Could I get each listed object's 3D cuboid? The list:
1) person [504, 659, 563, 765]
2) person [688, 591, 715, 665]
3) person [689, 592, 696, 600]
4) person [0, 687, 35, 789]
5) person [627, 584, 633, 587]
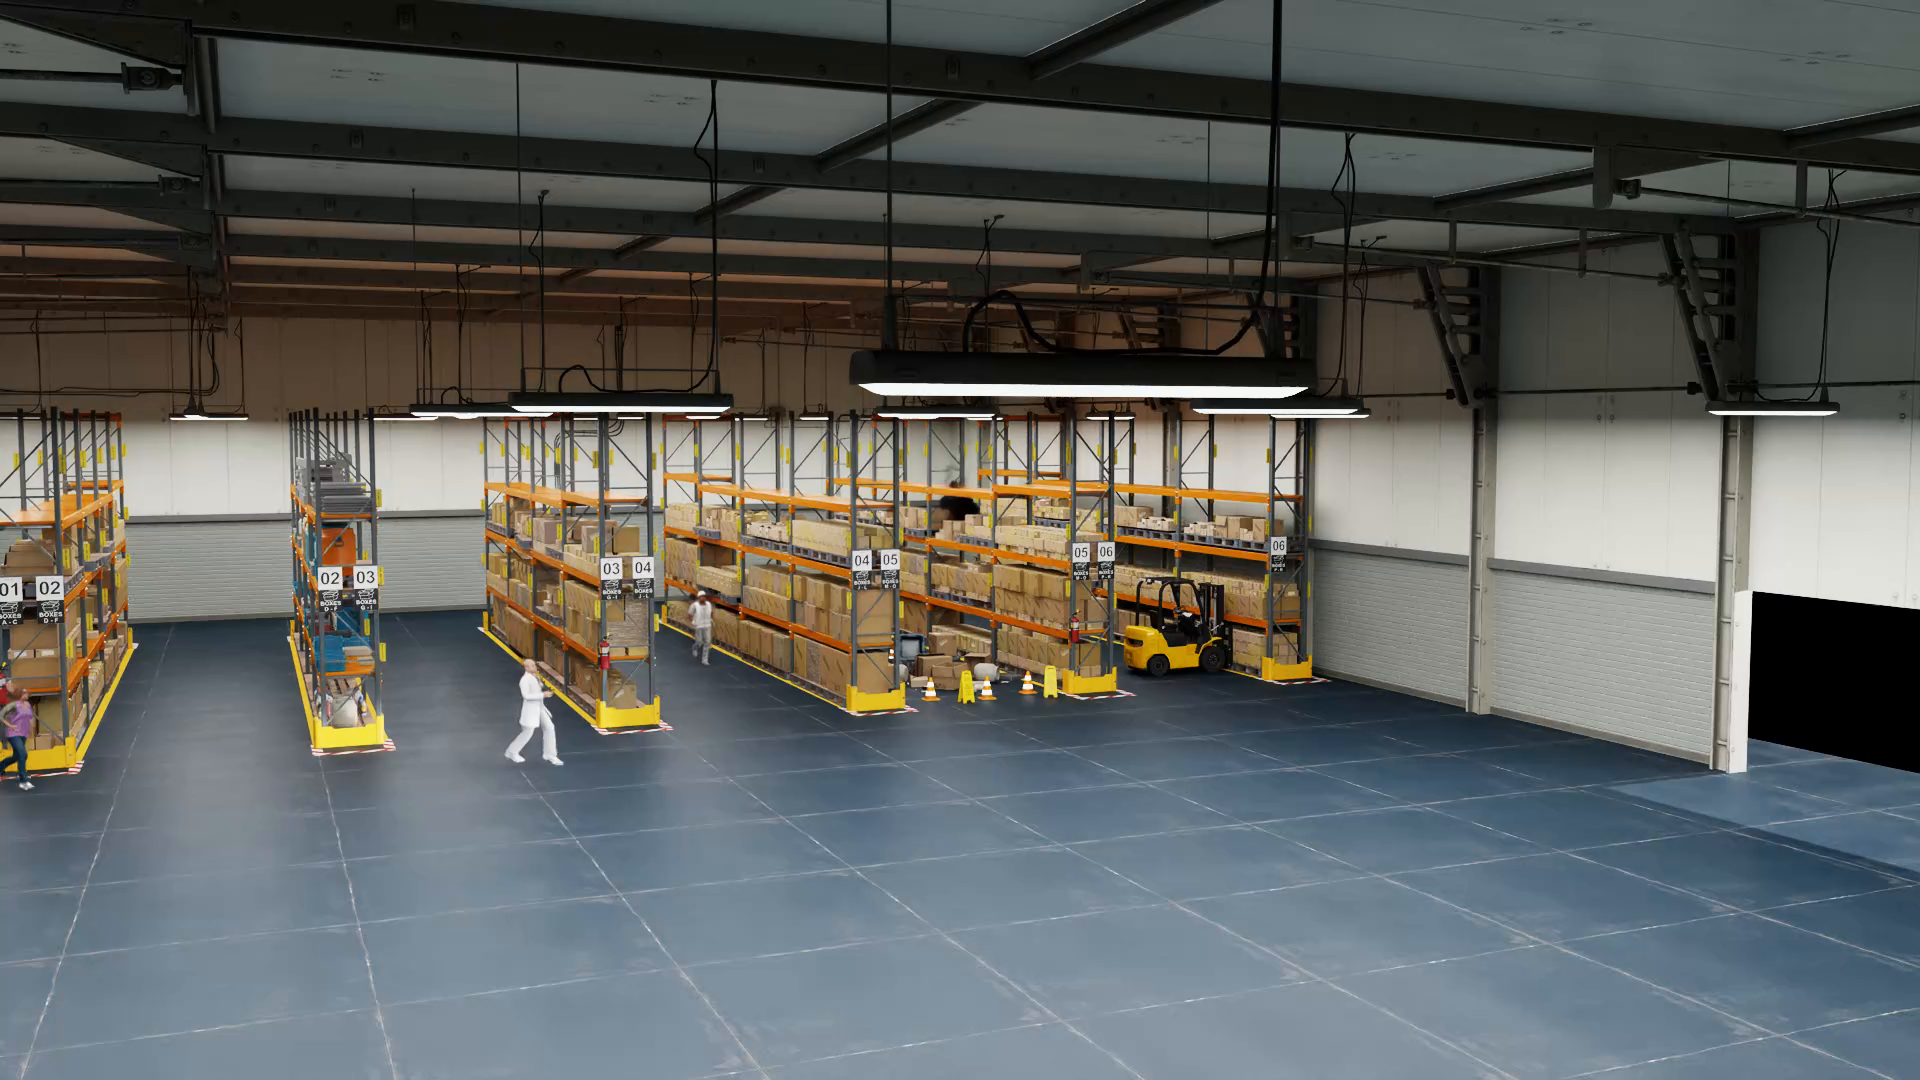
[{"bbox_3d":[-7.164,2.891,27.902,0.963,1.815,0.725,1,4,10],"label":"person"},{"bbox_3d":[-6.149,2.082,39.638,0.679,1.758,0.813,-2,5,-27],"label":"person"},{"bbox_3d":[-7.895,1.412,49.493,0.581,1.713,0.801,2,4,22],"label":"person"},{"bbox_3d":[-14.893,3.117,26.249,0.803,1.600,0.570,1,4,8],"label":"person"},{"bbox_3d":[-9.561,1.662,47.111,0.664,1.565,0.753,0,4,2],"label":"person"}]
